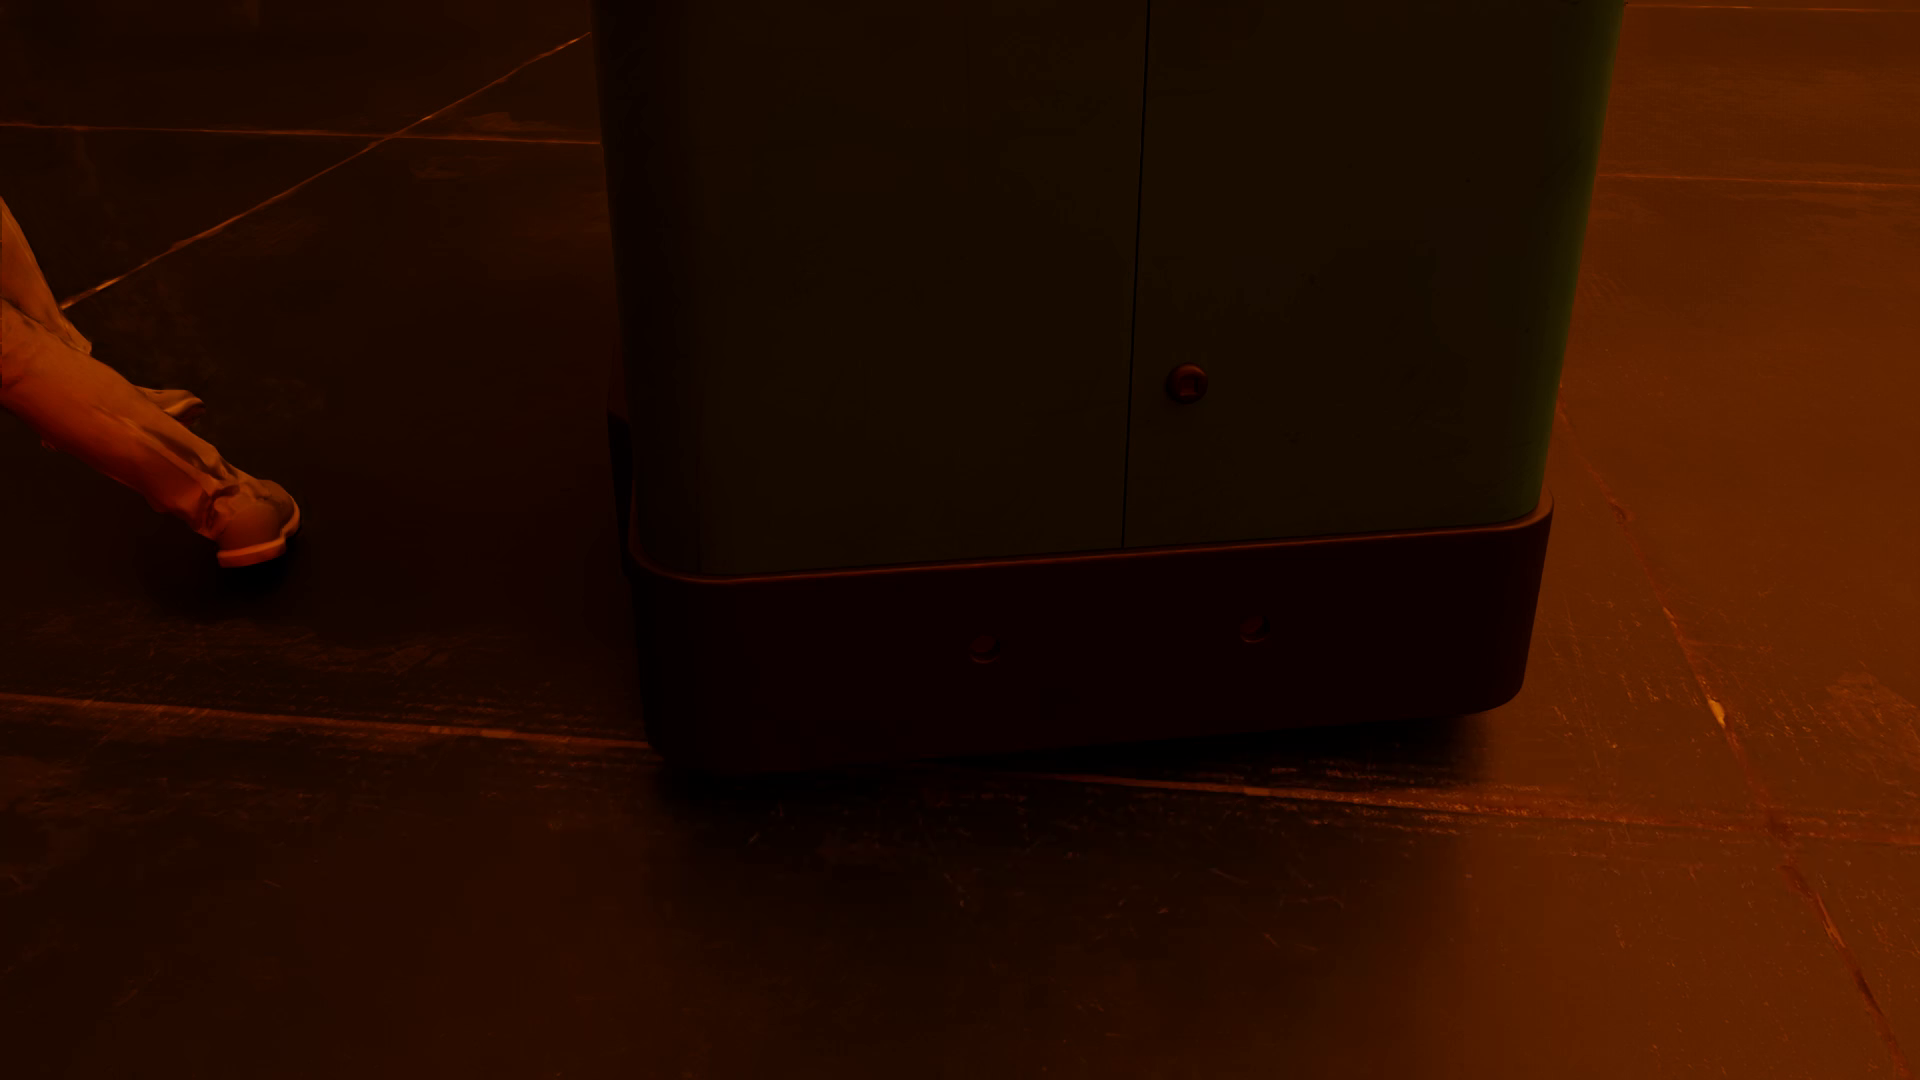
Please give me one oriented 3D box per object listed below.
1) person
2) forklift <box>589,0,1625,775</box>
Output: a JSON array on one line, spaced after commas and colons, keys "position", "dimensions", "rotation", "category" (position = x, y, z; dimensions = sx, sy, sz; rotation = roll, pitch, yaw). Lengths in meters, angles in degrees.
[{"position": [-1.418, -0.627, 2.145], "dimensions": [0.908, 1.430, 0.813], "rotation": [-18, 32, -32], "category": "person"}, {"position": [-0.044, -1.686, 2.596], "dimensions": [1.130, 2.935, 3.031], "rotation": [-4, 27, -7], "category": "forklift"}]
